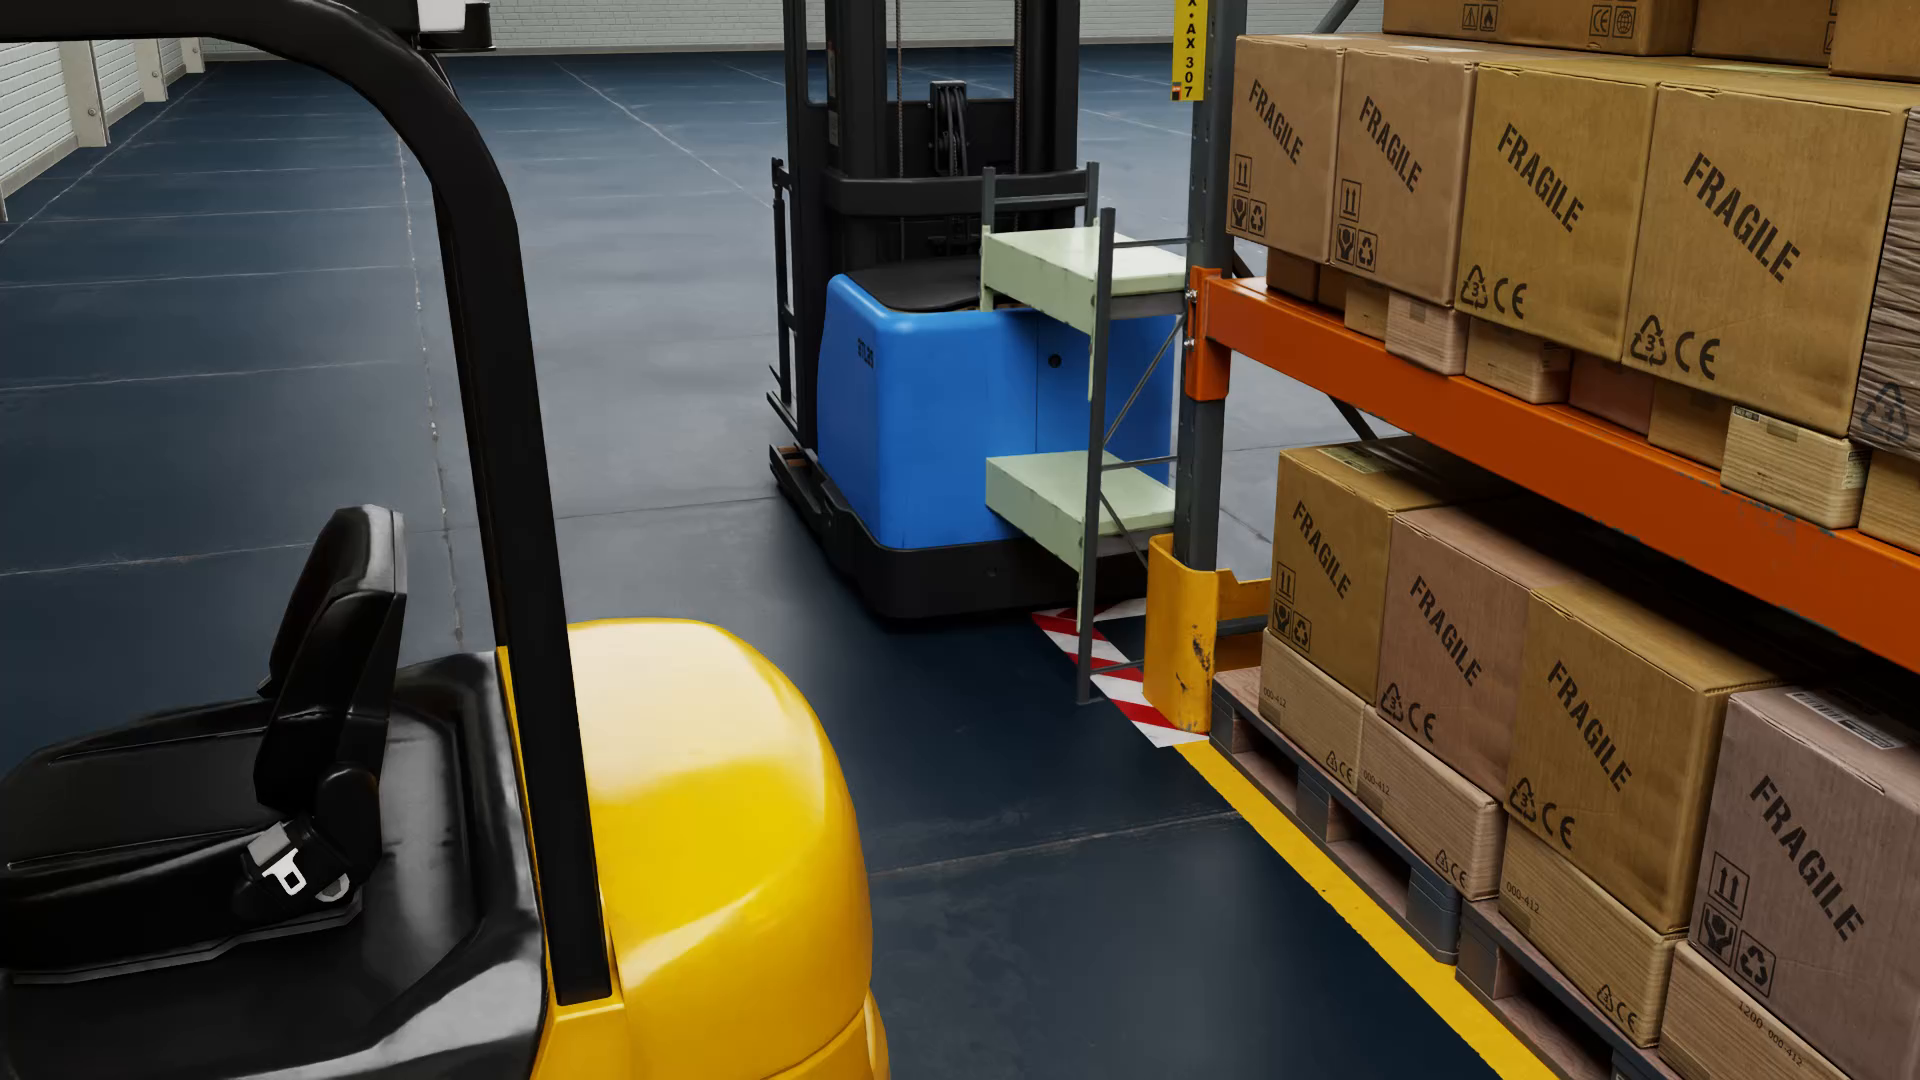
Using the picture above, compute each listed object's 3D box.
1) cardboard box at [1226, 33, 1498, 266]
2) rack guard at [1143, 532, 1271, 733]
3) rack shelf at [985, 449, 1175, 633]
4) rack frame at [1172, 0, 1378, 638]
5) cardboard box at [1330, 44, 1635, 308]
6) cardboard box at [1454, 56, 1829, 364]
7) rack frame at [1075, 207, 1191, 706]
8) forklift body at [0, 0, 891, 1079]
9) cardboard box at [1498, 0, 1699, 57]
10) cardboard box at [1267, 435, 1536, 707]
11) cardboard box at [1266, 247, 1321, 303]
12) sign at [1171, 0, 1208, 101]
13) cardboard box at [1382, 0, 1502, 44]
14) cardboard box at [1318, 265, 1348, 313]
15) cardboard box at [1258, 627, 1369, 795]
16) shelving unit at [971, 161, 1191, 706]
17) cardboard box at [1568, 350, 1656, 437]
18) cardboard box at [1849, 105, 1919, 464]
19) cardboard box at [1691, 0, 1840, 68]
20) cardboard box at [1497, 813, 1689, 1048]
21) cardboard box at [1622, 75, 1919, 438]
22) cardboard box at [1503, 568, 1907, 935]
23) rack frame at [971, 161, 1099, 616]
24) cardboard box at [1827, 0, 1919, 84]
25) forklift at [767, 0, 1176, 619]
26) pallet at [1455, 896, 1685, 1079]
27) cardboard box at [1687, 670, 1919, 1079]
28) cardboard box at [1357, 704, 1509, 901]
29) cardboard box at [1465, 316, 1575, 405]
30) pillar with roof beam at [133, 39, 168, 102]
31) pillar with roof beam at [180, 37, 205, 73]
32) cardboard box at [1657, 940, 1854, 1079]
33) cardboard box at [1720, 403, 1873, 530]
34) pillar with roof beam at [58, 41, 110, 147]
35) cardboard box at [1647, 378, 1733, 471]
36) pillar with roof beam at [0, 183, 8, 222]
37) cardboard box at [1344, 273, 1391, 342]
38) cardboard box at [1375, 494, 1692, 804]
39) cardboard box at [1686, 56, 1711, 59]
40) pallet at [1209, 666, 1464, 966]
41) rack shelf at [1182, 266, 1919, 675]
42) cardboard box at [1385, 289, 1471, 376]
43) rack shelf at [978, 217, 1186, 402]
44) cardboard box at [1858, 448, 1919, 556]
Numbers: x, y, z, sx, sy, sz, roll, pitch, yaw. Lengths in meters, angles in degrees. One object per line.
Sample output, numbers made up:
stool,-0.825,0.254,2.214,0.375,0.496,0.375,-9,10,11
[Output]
cardboard box,1.014,-0.989,4.146,0.500,0.500,0.500,-7,21,-18
rack guard,1.152,0.217,5.073,1.175,0.500,0.348,-6,21,-17
rack shelf,0.389,-0.044,5.265,0.431,0.370,0.720,-9,23,-24
rack frame,1.128,-0.984,4.718,1.000,3.000,0.127,-6,21,-17
cardboard box,1.180,-0.823,3.684,0.500,0.500,0.500,-6,21,-16
cardboard box,1.341,-0.660,3.229,0.500,0.500,0.500,-7,21,-18
rack frame,0.551,-0.224,4.839,0.400,1.500,0.023,-9,23,-24
forklift body,-1.255,0.359,2.235,2.313,2.155,1.214,-6,21,-17
cardboard box,1.648,-1.337,3.636,0.700,0.500,0.500,-6,21,-17
cardboard box,1.127,0.056,4.161,0.500,0.500,0.500,-7,21,-19
cardboard box,1.039,-0.735,4.396,0.380,0.149,0.250,-6,21,-17
sign,0.613,-1.333,4.411,0.100,0.325,0.005,-6,21,-17
cardboard box,1.496,-1.501,4.090,0.700,0.500,0.500,-7,21,-19
cardboard box,1.132,-0.655,4.174,0.380,0.149,0.250,-6,21,-16
cardboard box,1.119,0.401,4.309,0.500,0.250,0.500,-7,21,-18
shelving unit,0.395,-0.347,5.146,0.431,1.500,0.755,-9,23,-24
cardboard box,1.427,-0.317,3.233,0.380,0.149,0.250,-6,21,-15
cardboard box,1.674,-0.334,2.321,0.500,0.500,0.500,-6,21,-16
cardboard box,1.906,-1.185,3.210,0.700,0.500,0.500,-7,21,-18
cardboard box,1.456,0.739,3.367,0.500,0.250,0.500,-5,20,-14
cardboard box,1.509,-0.498,2.777,0.500,0.500,0.500,-7,21,-18
cardboard box,1.446,0.385,3.245,0.500,0.500,0.500,-6,21,-16
rack frame,0.240,-0.471,5.454,0.400,1.500,0.023,-9,23,-24
cardboard box,1.931,-1.010,2.724,0.700,0.500,0.500,-7,21,-18
forklift,-0.178,-1.583,6.489,1.130,2.935,3.031,-6,21,-15
pallet,1.754,1.008,3.297,1.003,0.211,1.213,-6,21,-17
cardboard box,1.622,0.555,2.770,0.500,0.500,0.500,-5,20,-14
cardboard box,1.273,0.566,3.851,0.500,0.250,0.500,-6,21,-15
cardboard box,1.287,-0.395,3.452,0.380,0.149,0.250,-6,21,-16
pillar with roof beam,-7.676,-11.119,24.059,9.100,9.000,0.400,-6,21,-17
pillar with roof beam,-9.562,-13.044,29.420,9.100,9.000,0.400,-6,21,-17
cardboard box,1.612,0.902,2.915,0.500,0.250,0.500,-6,21,-16
cardboard box,1.505,-0.142,2.747,0.380,0.149,0.250,-6,21,-17
pillar with roof beam,-5.790,-9.193,18.699,9.100,9.000,0.400,-6,21,-17
cardboard box,1.482,-0.229,2.989,0.380,0.149,0.250,-7,21,-19
pillar with roof beam,-3.904,-7.268,13.338,9.100,9.000,0.400,-6,21,-17
cardboard box,1.138,-0.561,3.913,0.380,0.149,0.250,-7,21,-19
cardboard box,1.296,0.223,3.696,0.500,0.500,0.500,-7,21,-19
cardboard box,1.713,-0.865,3.799,0.500,0.500,0.500,-6,21,-17
pallet,1.374,0.617,4.385,1.003,0.211,1.213,-6,21,-17
rack shelf,1.757,-0.003,3.053,1.077,0.370,4.000,-6,21,-17
cardboard box,1.174,-0.475,3.673,0.380,0.149,0.250,-6,21,-16
rack shelf,0.403,-0.711,5.004,0.431,0.370,0.720,-9,23,-24
cardboard box,1.621,-0.064,2.528,0.380,0.149,0.250,-7,21,-18
